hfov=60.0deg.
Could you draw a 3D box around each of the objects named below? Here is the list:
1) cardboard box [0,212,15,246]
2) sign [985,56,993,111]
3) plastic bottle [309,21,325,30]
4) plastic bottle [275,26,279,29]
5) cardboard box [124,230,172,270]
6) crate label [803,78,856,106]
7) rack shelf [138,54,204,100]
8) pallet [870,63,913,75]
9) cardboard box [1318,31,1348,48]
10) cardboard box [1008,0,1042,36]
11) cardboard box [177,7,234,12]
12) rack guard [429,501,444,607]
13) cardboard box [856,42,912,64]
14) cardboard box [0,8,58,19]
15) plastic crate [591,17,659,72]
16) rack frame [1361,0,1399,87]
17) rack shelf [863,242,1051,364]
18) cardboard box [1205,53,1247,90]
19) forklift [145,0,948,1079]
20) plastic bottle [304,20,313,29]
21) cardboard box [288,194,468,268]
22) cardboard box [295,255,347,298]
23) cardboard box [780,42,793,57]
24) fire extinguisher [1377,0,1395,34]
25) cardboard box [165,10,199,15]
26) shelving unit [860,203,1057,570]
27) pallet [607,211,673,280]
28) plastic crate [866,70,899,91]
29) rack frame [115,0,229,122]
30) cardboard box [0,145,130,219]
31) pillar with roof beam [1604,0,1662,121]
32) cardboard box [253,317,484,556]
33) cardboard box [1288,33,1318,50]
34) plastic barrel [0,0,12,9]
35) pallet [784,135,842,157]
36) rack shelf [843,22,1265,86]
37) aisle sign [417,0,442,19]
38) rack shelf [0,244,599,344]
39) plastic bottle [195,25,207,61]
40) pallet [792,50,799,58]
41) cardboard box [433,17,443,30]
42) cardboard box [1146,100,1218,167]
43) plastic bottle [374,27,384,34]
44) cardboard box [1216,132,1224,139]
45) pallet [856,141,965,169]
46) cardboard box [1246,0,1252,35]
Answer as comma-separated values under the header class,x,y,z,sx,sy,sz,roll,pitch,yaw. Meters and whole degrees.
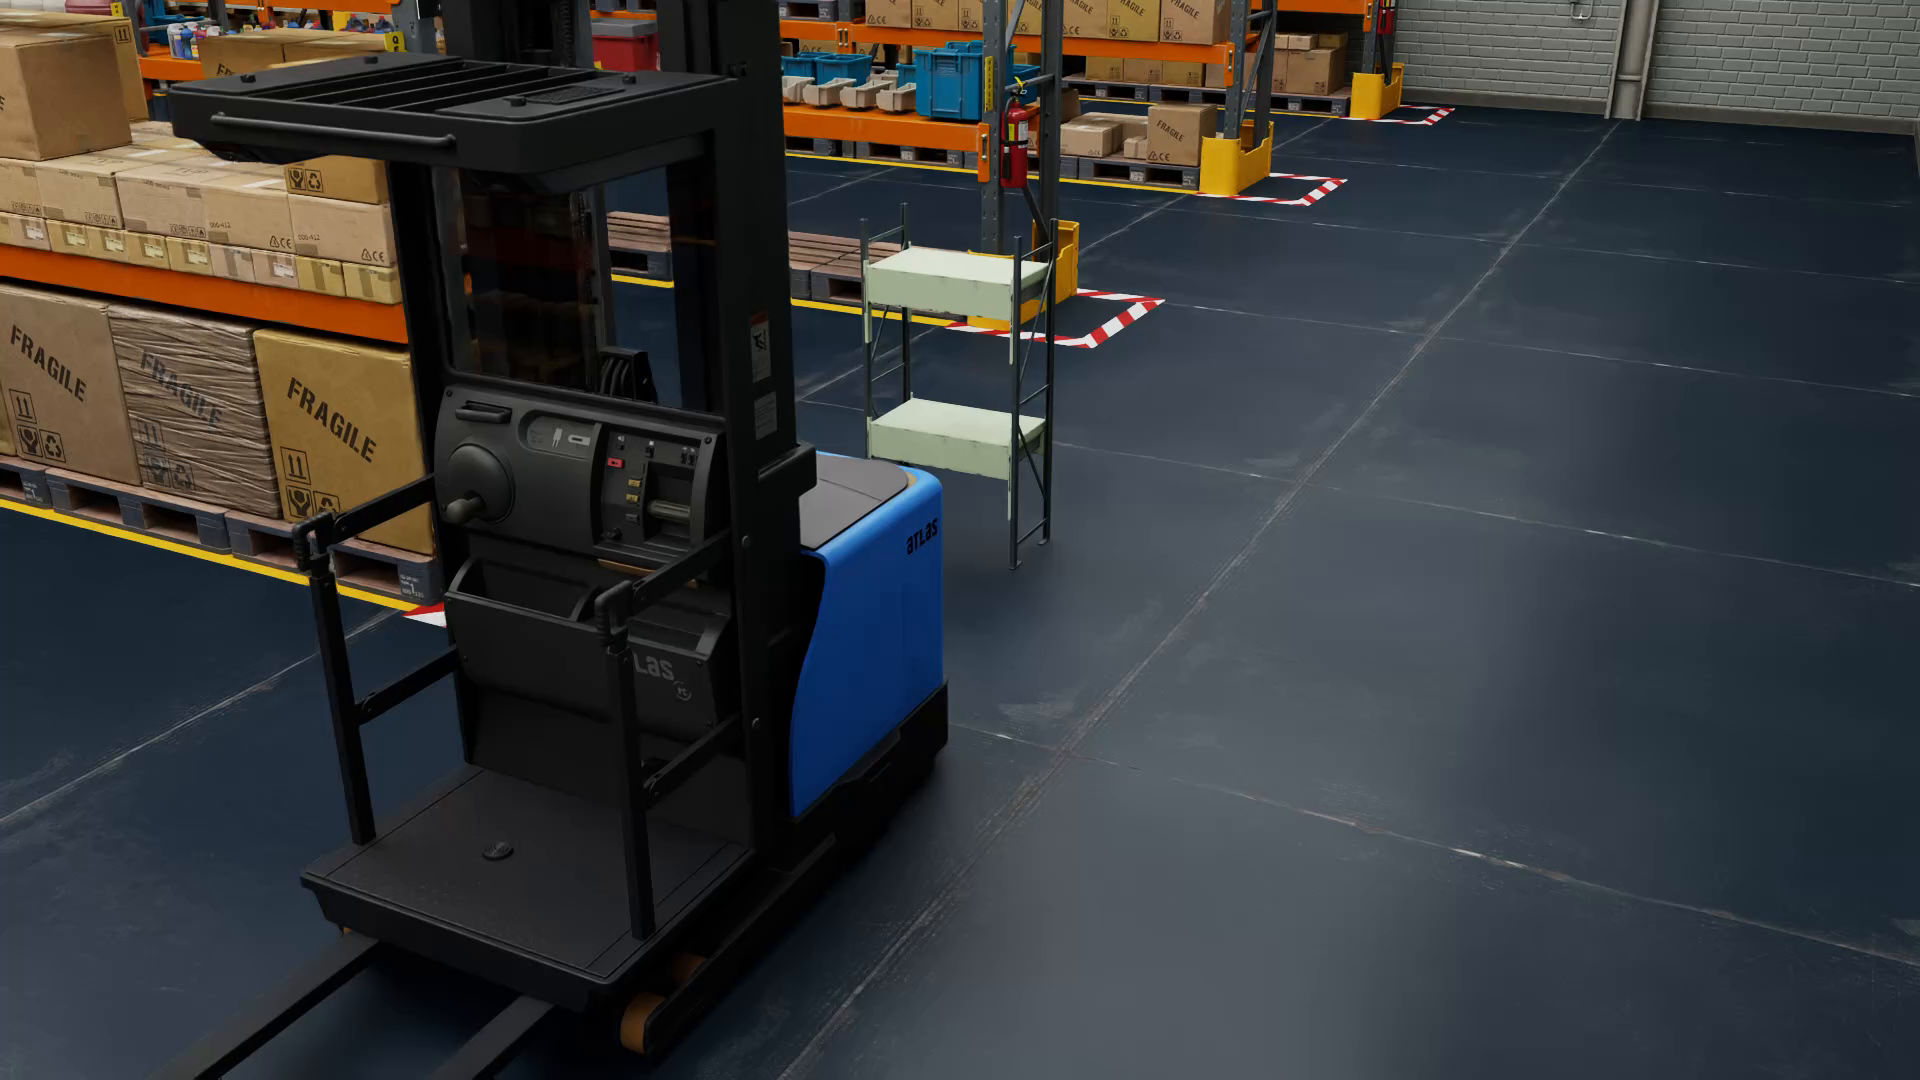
class,x,y,z,sx,sy,sz,roll,pitch,yaw
cardboard box,-4.340,-1.496,7.755,0.250,0.149,0.380,11,25,24
sign,0.183,-2.867,10.450,0.005,0.325,0.100,11,25,25
plastic bottle,-5.155,-3.990,13.362,0.185,0.351,0.144,11,25,25
plastic bottle,-5.868,-4.318,14.325,0.097,0.201,0.097,0,23,0
cardboard box,-3.428,-1.315,7.330,0.250,0.149,0.380,11,26,25
crate label,-0.904,-3.071,11.398,0.243,0.136,0.396,11,25,25
rack shelf,-4.937,-3.715,13.573,4.000,0.370,1.077,11,25,25
pallet,-0.498,-6.195,22.047,1.213,0.211,1.003,11,25,25
cardboard box,4.419,-5.925,19.678,0.250,0.149,0.380,11,26,25
cardboard box,0.776,-5.016,15.583,0.500,0.500,0.500,11,25,24
cardboard box,-9.666,-6.563,21.369,0.500,0.500,0.500,11,25,25
rack guard,-1.796,-0.102,7.352,0.348,0.500,1.175,11,25,25
cardboard box,-0.876,-6.731,21.955,0.750,0.750,0.750,11,25,24
cardboard box,-4.856,-2.389,8.387,0.500,0.500,0.500,12,26,26
plastic crate,-2.469,-3.505,12.000,0.583,0.464,0.402,11,25,25
rack frame,4.887,-6.447,19.077,0.127,3.000,1.000,11,25,25
rack shelf,-0.006,-1.050,7.307,0.720,0.370,0.431,11,25,25
cardboard box,3.322,-5.755,20.108,0.500,0.500,0.700,10,25,23
forklift,-1.156,-0.157,4.375,1.130,2.935,3.031,11,25,24
plastic bottle,-5.520,-4.282,14.149,0.097,0.271,0.097,0,23,0
cardboard box,-2.370,-1.318,6.827,0.500,0.250,0.500,11,25,24
cardboard box,-2.517,-1.135,6.906,0.250,0.149,0.380,11,26,25
cardboard box,-2.128,-5.167,17.740,0.500,0.250,0.500,11,26,25
fire extinguisher,4.814,-6.052,18.723,0.183,0.674,0.296,11,25,25
cardboard box,-9.908,-6.376,20.929,0.500,0.500,0.500,11,25,25
shelving unit,-0.006,-0.691,7.459,0.755,1.500,0.431,11,25,25
pallet,-2.479,-2.294,12.874,1.213,0.211,1.003,11,25,25
plastic crate,-0.509,-3.257,11.836,0.298,0.136,0.250,11,25,25
rack frame,-6.722,-4.399,14.262,0.127,3.000,1.000,11,25,25
cardboard box,-4.180,-1.678,7.674,0.500,0.250,0.500,12,26,26
pillar with roof beam,5.745,-7.529,13.956,0.400,9.000,9.100,11,25,25
cardboard box,-2.425,-0.558,7.407,0.875,0.875,0.875,11,25,25
cardboard box,4.021,-5.836,19.469,0.250,0.149,0.380,11,25,24
plastic barrel,-8.496,-4.717,14.835,0.433,0.535,0.433,0,23,0
pallet,-1.657,-4.270,17.520,1.213,0.211,1.003,11,25,25
rack shelf,0.871,-4.738,15.978,4.000,0.370,1.077,11,25,25
aisle sign,-1.889,-2.336,6.088,0.004,0.787,0.394,11,25,25
rack shelf,-3.602,-1.279,7.844,4.000,0.370,1.077,11,25,25
plastic bottle,-6.209,-4.083,13.666,0.133,0.283,0.061,11,25,25
pallet,-2.949,-6.715,23.270,1.213,0.211,1.003,11,25,25
cardboard box,-7.674,-7.923,25.180,0.500,0.500,0.700,10,25,21
cardboard box,2.059,-3.778,15.433,0.500,0.500,0.500,11,25,25
plastic bottle,-4.757,-4.067,13.645,0.097,0.271,0.097,0,23,0
cardboard box,2.437,-3.801,15.935,0.250,0.149,0.380,11,25,25
pallet,-0.302,-4.018,16.928,1.213,0.211,1.003,11,25,25
cardboard box,2.378,-4.933,15.388,0.500,0.500,0.500,12,26,26
